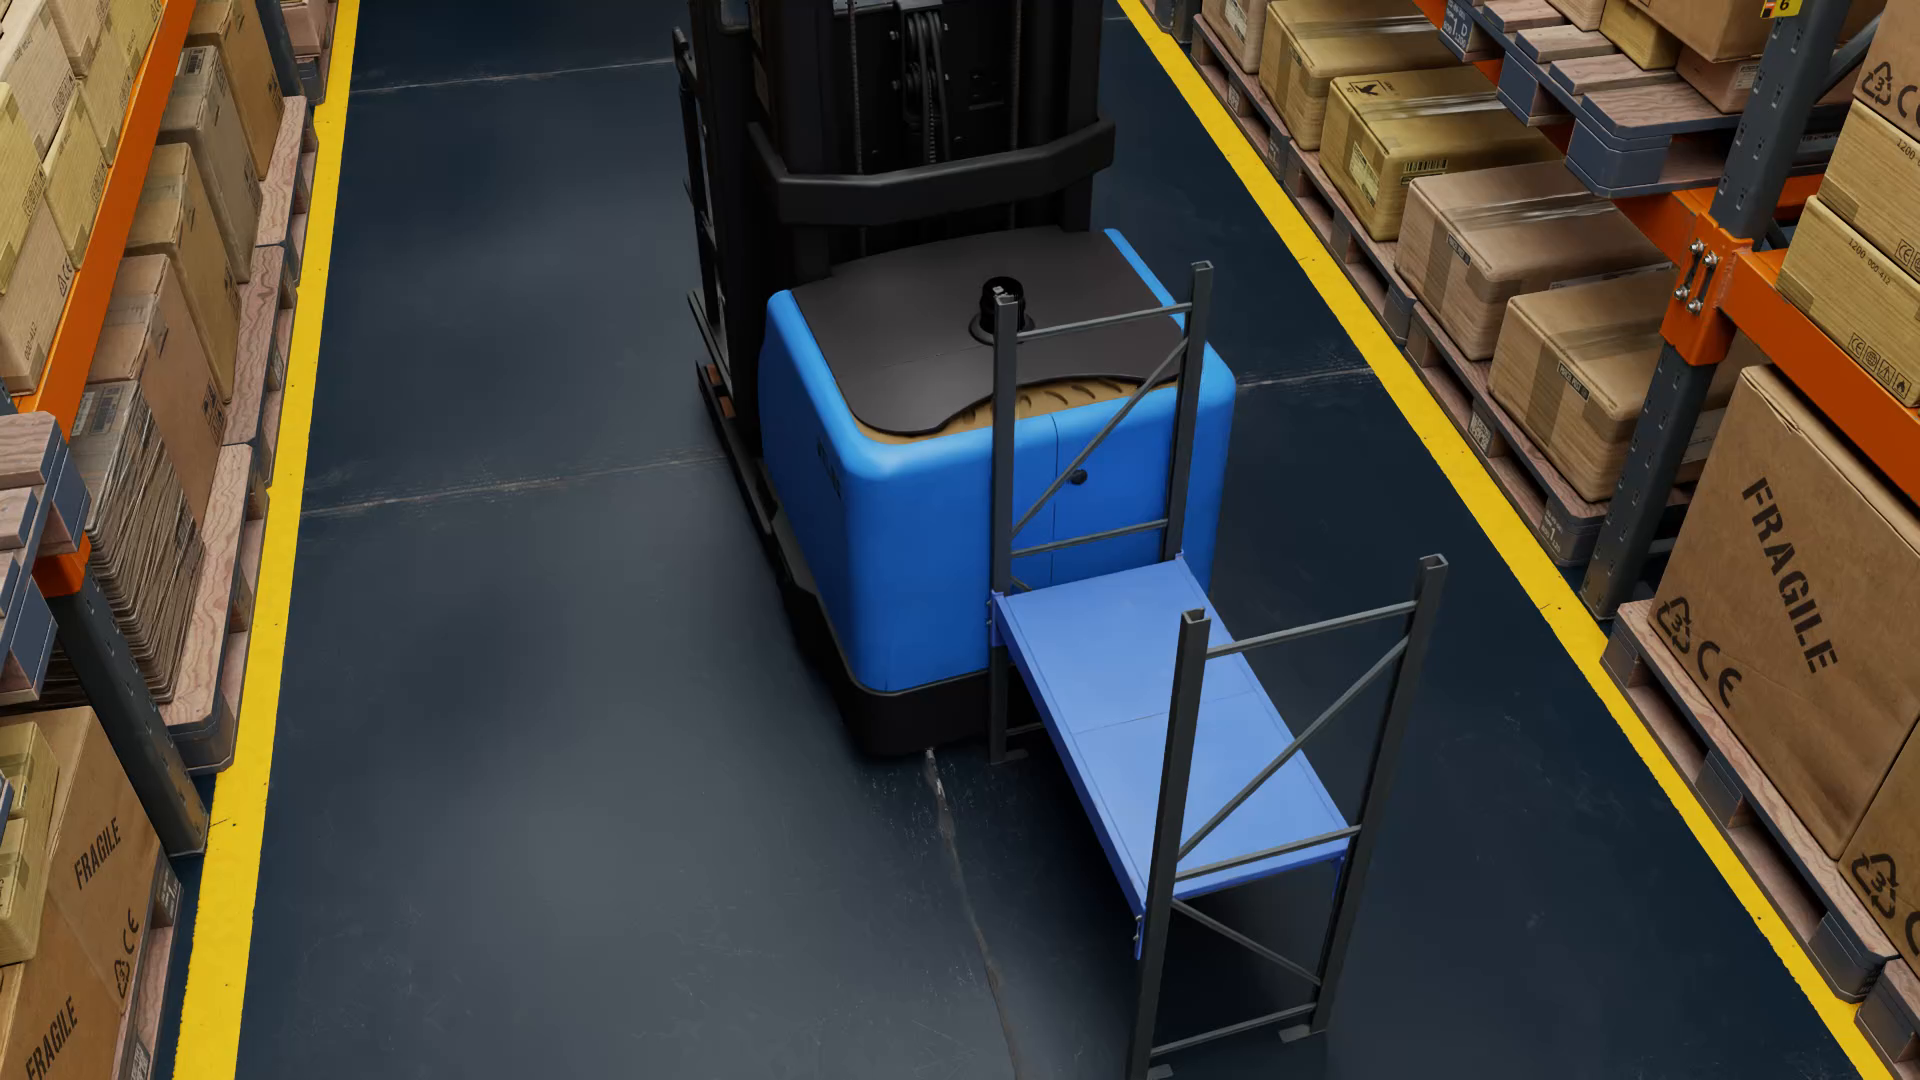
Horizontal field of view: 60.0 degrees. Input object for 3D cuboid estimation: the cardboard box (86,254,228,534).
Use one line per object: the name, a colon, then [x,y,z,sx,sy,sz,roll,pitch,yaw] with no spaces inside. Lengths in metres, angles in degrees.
cardboard box: [-2.736,-0.369,4.878,0.875,0.625,0.625,-7,42,-8]

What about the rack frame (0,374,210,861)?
rack frame: [-2.466,-0.271,3.296,1.000,3.000,0.127,-8,42,-9]

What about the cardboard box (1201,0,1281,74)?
cardboard box: [1.632,-2.412,7.371,0.950,0.372,0.625,-8,42,-9]

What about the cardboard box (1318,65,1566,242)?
cardboard box: [1.942,-1.496,6.339,0.950,0.372,0.625,-7,42,-8]

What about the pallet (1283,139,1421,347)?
pallet: [1.953,-1.238,6.485,1.003,0.211,1.213,-8,42,-9]

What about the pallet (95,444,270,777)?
pallet: [-2.606,0.233,4.829,1.003,0.211,1.213,-8,42,-9]

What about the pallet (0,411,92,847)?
pallet: [-2.251,0.230,2.876,1.213,0.211,1.003,-8,42,-9]

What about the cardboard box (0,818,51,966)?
cardboard box: [-2.023,0.721,3.257,0.380,0.149,0.250,-10,43,-12]

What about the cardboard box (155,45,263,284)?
cardboard box: [-3.046,-1.292,5.918,0.875,0.625,0.625,-9,42,-10]

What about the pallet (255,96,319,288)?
pallet: [-3.132,-1.349,6.611,1.003,0.211,1.213,-8,42,-9]

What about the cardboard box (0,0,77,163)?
cardboard box: [-2.430,-1.049,3.909,0.500,0.250,0.500,-7,42,-8]

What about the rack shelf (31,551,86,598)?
rack shelf: [-2.034,1.295,2.074,1.077,0.370,4.000,-8,42,-9]

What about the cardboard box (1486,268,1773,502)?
cardboard box: [2.268,-0.527,5.247,0.950,0.372,0.625,-11,43,-12]

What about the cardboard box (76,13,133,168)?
cardboard box: [-2.545,-1.197,4.452,0.500,0.250,0.500,-10,42,-11]

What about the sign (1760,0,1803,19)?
sign: [1.852,-1.304,3.647,0.100,0.325,0.005,-8,42,-9]

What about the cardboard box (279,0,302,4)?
cardboard box: [-3.132,-2.537,7.227,0.500,0.250,0.500,-9,42,-9]

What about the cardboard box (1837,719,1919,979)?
cardboard box: [2.636,0.691,3.496,0.875,0.875,0.875,-8,42,-9]

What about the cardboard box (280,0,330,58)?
cardboard box: [-3.110,-2.353,7.397,0.500,0.250,0.500,-8,42,-9]

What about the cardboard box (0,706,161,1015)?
cardboard box: [-2.165,0.750,3.712,0.500,0.500,0.500,-7,42,-8]

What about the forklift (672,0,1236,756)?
forklift: [-0.265,-1.502,4.735,1.130,2.935,3.031,-13,43,-14]

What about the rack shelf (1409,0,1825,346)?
rack shelf: [1.948,-2.012,5.799,1.077,0.370,4.000,-8,42,-9]

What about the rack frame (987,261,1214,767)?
rack frame: [0.318,0.000,4.120,0.500,1.500,0.032,-12,43,-13]

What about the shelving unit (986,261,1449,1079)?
shelving unit: [0.470,0.322,3.758,0.538,1.500,1.048,-12,43,-13]

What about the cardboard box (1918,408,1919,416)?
cardboard box: [2.368,-0.245,3.379,0.500,0.250,0.500,-9,42,-11]

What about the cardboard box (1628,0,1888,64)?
cardboard box: [2.010,-1.545,4.115,0.500,0.500,0.500,-9,42,-11]

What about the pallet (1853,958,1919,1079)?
pallet: [2.736,1.369,3.548,1.003,0.211,1.213,-8,42,-9]

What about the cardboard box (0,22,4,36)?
cardboard box: [-2.386,-1.135,3.706,0.380,0.149,0.250,-7,42,-8]

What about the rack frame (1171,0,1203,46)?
rack frame: [1.517,-3.577,7.021,1.000,3.000,0.127,-8,42,-9]

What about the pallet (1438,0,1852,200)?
pallet: [2.122,-1.360,4.667,1.213,0.211,1.003,-8,42,-9]

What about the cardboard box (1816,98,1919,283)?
cardboard box: [2.248,-0.752,3.574,0.500,0.250,0.500,-9,42,-10]

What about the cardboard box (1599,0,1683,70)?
cardboard box: [1.951,-1.390,4.429,0.380,0.149,0.250,-8,42,-9]

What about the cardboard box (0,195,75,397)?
cardboard box: [-2.323,-0.537,3.709,0.500,0.250,0.500,-8,42,-9]
